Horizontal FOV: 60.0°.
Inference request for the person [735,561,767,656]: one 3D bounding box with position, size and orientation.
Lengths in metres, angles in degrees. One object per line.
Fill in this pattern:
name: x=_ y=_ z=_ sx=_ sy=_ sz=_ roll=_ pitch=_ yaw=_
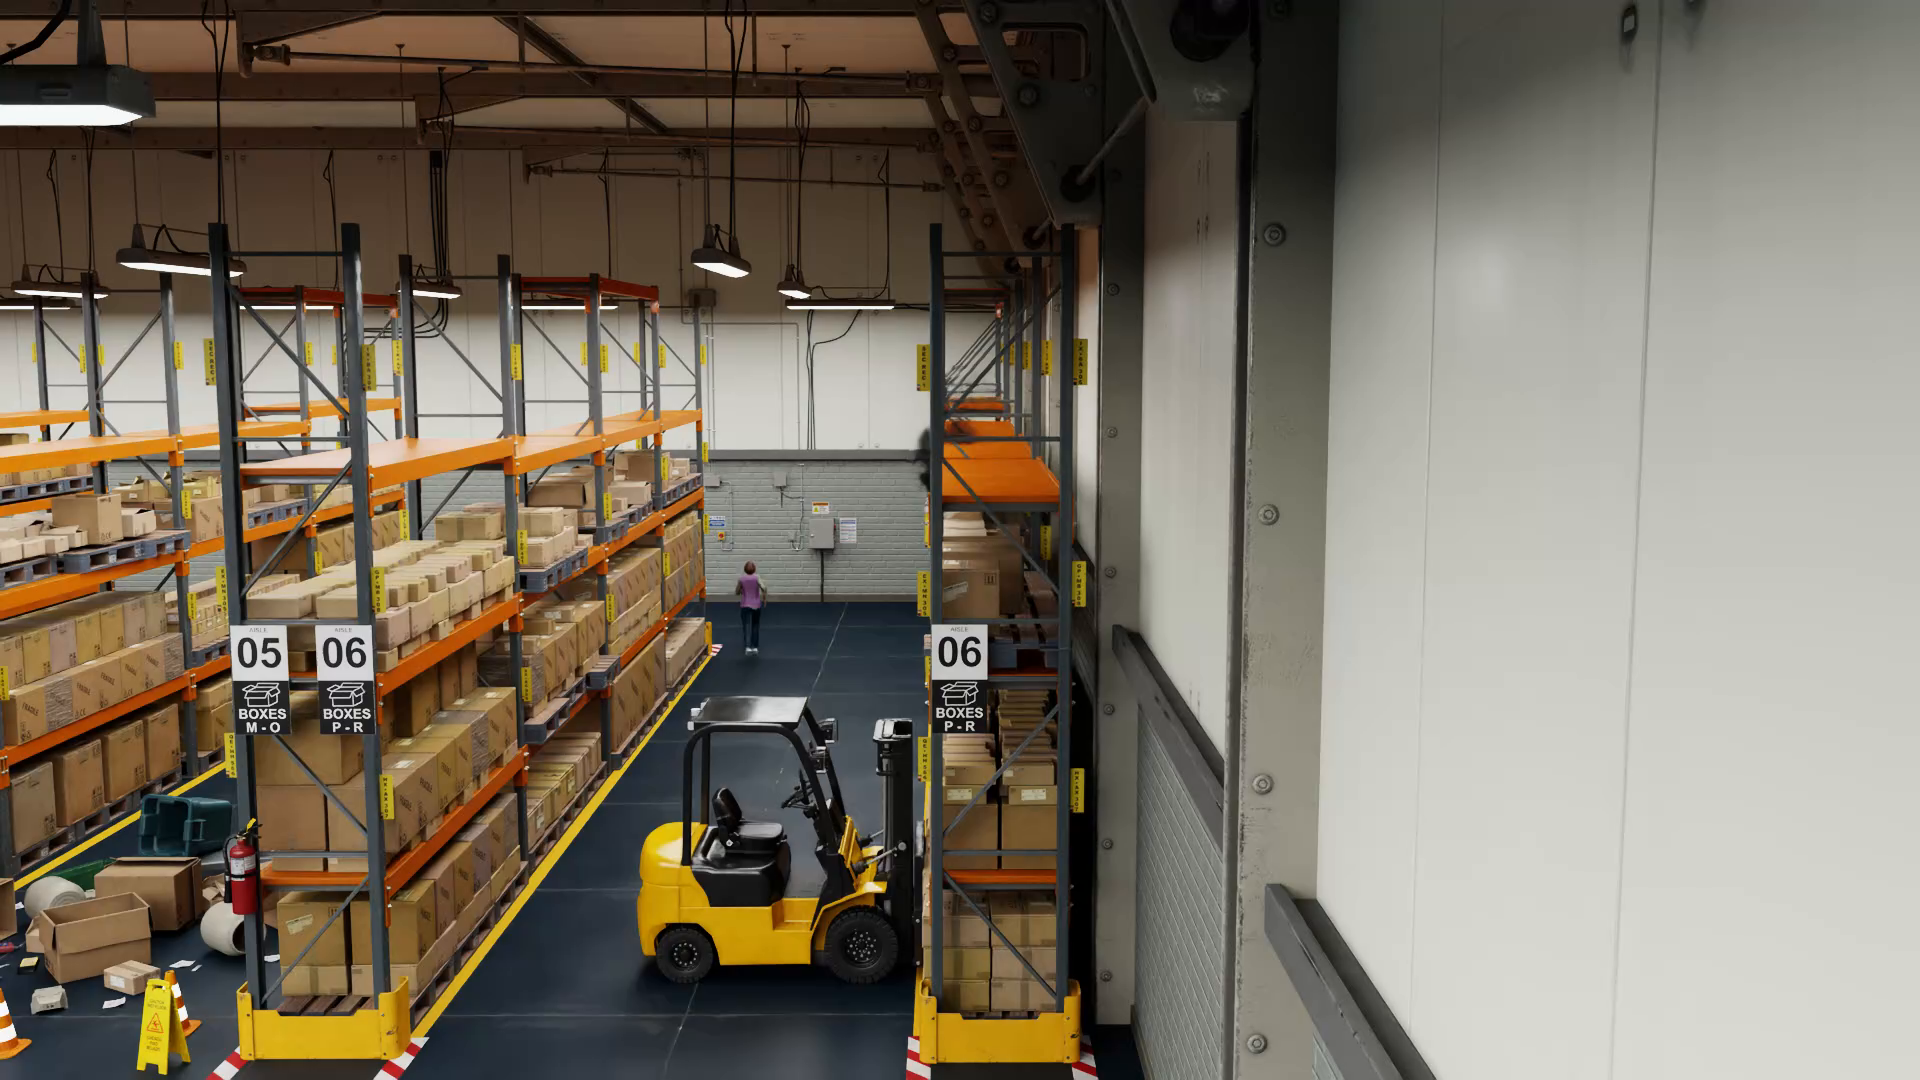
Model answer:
person: x=-3.454 y=1.142 z=27.516 sx=0.520 sy=1.612 sz=0.829 roll=-1 pitch=7 yaw=-9
